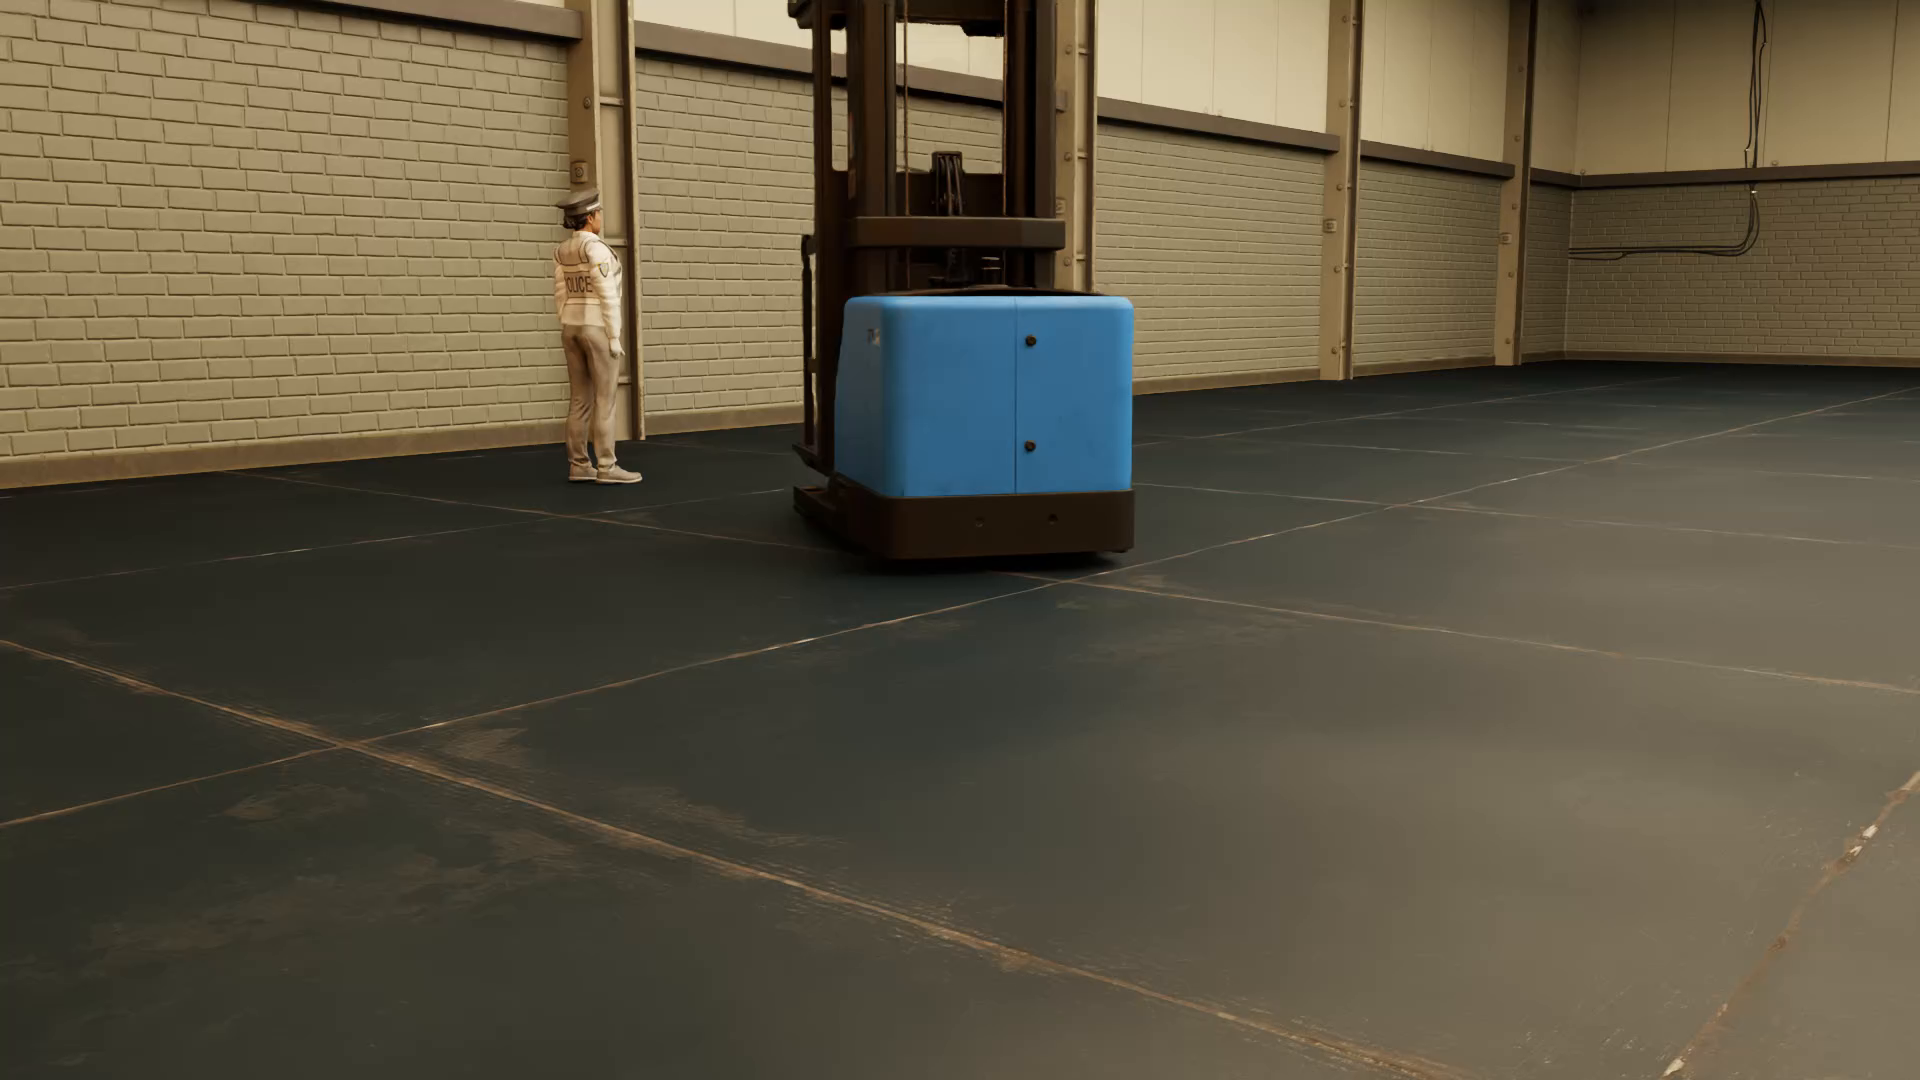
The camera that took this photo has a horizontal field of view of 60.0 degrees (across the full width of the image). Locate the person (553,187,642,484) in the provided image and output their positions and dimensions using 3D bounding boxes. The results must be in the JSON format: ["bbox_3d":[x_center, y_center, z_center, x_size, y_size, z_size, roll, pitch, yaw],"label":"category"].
[{"bbox_3d":[-2.121,-1.173,9.593,0.457,1.694,0.363,7,11,38],"label":"person"}]

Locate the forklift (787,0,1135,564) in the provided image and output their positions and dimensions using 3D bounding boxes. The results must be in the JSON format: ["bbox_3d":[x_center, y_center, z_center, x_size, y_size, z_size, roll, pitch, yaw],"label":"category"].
[{"bbox_3d":[-0.182,-1.531,7.744,1.130,2.935,3.031,-2,9,-15],"label":"forklift"}]
